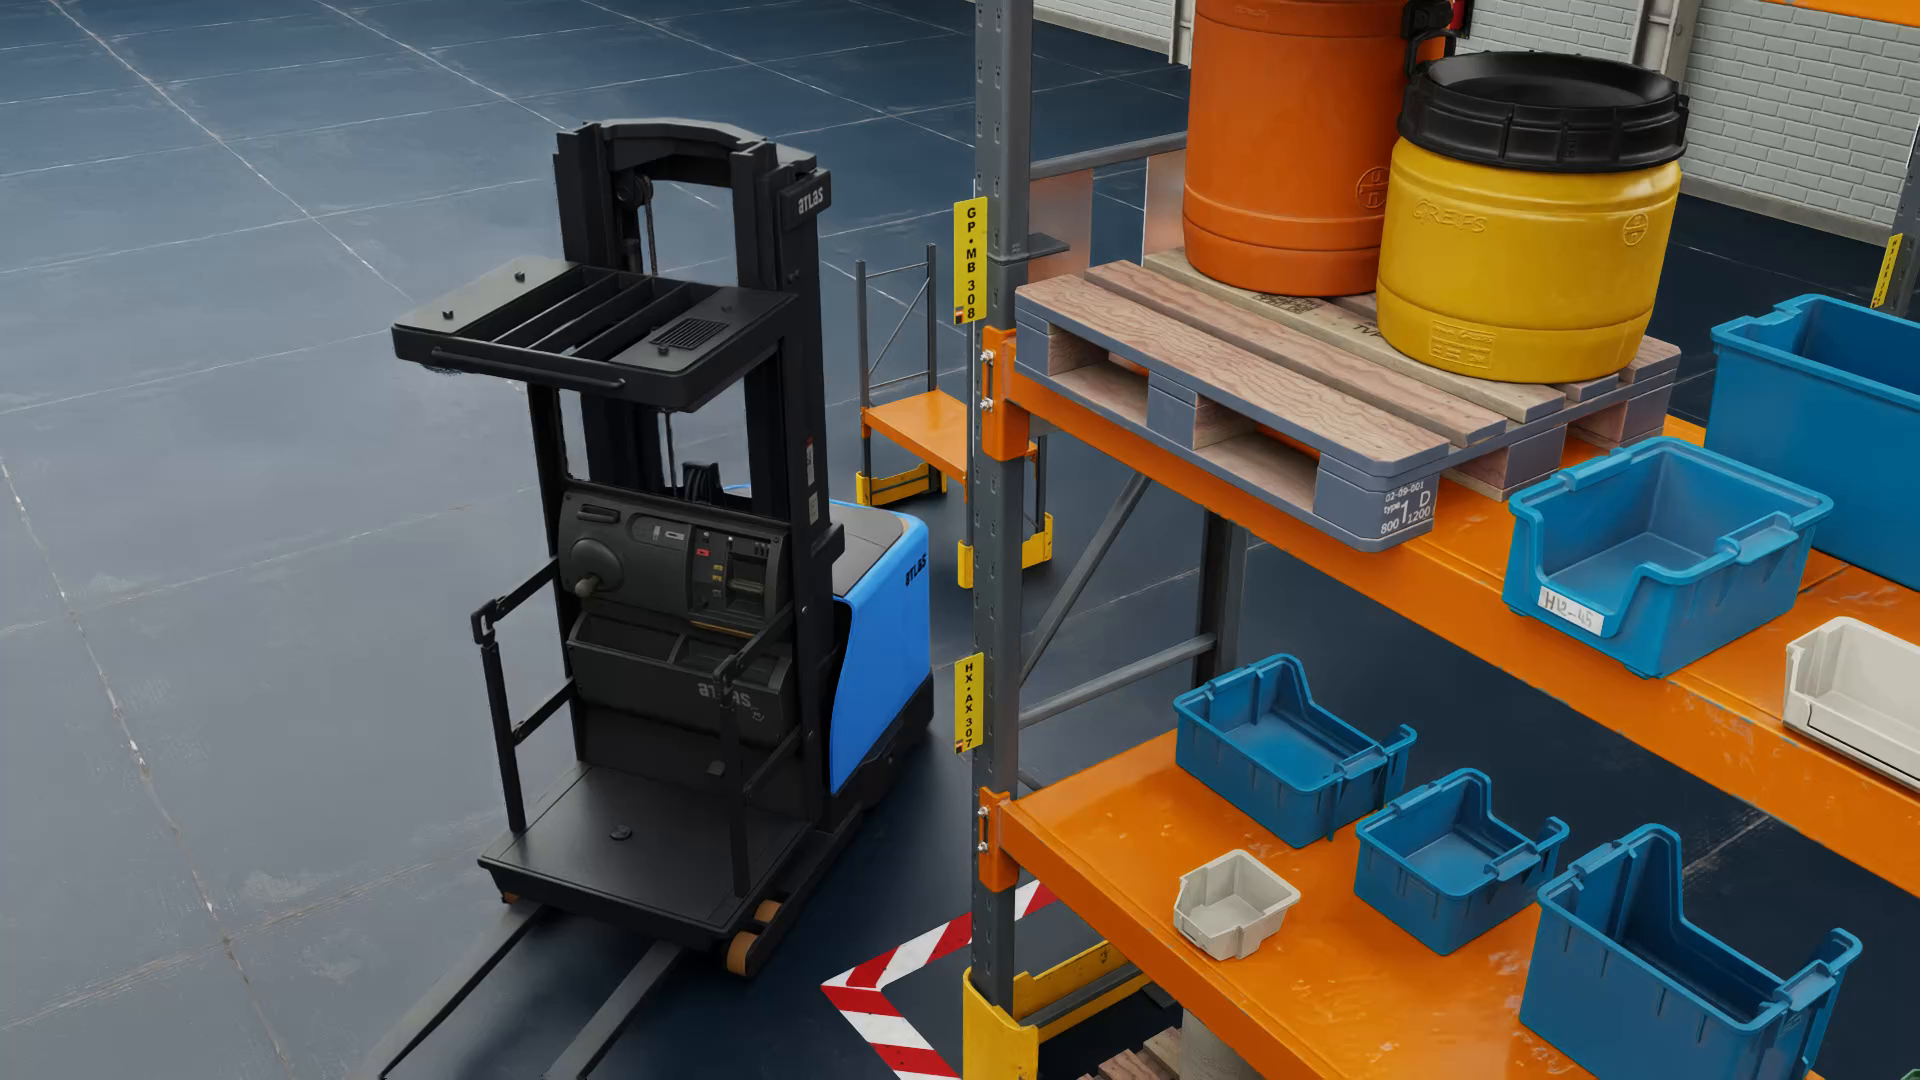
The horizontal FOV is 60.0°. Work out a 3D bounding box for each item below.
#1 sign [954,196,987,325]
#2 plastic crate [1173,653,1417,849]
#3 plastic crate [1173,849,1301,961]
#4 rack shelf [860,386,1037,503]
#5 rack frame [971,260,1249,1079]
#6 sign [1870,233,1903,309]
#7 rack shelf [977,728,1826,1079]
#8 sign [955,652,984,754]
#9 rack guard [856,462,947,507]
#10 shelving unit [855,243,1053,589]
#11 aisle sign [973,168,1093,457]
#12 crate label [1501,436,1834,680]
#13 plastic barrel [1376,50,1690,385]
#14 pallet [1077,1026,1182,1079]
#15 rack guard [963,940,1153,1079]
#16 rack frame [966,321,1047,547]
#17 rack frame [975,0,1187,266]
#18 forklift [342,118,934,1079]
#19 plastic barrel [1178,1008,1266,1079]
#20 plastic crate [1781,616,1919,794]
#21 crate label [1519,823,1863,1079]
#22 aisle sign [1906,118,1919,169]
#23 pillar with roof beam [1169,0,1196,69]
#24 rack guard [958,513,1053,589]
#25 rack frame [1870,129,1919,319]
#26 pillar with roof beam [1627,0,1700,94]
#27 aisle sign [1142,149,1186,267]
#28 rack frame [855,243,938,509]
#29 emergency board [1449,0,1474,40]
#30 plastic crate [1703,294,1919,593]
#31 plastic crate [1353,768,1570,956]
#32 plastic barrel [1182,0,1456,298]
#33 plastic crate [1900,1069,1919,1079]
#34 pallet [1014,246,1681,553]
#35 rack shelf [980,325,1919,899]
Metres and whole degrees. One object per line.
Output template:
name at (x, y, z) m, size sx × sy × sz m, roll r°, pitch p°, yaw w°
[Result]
sign at (0.027, -0.715, 4.272) m, size 0.100 × 0.325 × 0.005 m, roll -19°, pitch 34°, yaw -31°
plastic crate at (1.012, 0.633, 5.097) m, size 0.499 × 0.251 × 0.616 m, roll -19°, pitch 34°, yaw -31°
plastic crate at (0.735, 1.009, 4.525) m, size 0.298 × 0.136 × 0.250 m, roll -19°, pitch 34°, yaw -31°
rack shelf at (-0.049, -0.534, 9.039) m, size 0.538 × 0.185 × 1.000 m, roll -19°, pitch 34°, yaw -31°
rack frame at (0.478, 0.456, 5.267) m, size 1.000 × 3.000 × 0.127 m, roll -19°, pitch 34°, yaw -31°
sign at (4.059, -1.178, 7.285) m, size 0.100 × 0.325 × 0.005 m, roll -19°, pitch 34°, yaw -31°
rack shelf at (1.638, 1.550, 4.007) m, size 1.077 × 0.370 × 4.000 m, roll -19°, pitch 34°, yaw -31°
sign at (0.027, 0.485, 4.924) m, size 0.100 × 0.325 × 0.005 m, roll -19°, pitch 34°, yaw -31°
rack guard at (-0.333, -0.333, 9.601) m, size 0.587 × 0.250 × 0.087 m, roll -19°, pitch 34°, yaw -31°
shelving unit at (-0.044, -0.689, 8.947) m, size 0.587 × 1.500 × 1.083 m, roll -19°, pitch 34°, yaw -31°
aisle sign at (0.197, -0.633, 4.549) m, size 0.394 × 0.787 × 0.004 m, roll -19°, pitch 34°, yaw -31°
crate label at (1.294, 0.022, 3.078) m, size 0.502 × 0.251 × 0.408 m, roll -19°, pitch 34°, yaw -31°
plastic barrel at (1.242, -0.721, 3.655) m, size 0.600 × 0.588 × 0.600 m, roll 0°, pitch 29°, yaw 0°
pallet at (1.027, 2.015, 5.318) m, size 1.003 × 0.211 × 1.213 m, roll -19°, pitch 34°, yaw -31°
rack guard at (0.560, 1.571, 5.833) m, size 1.175 × 0.500 × 0.348 m, roll -19°, pitch 34°, yaw -31°
rack frame at (0.245, -0.495, 8.589) m, size 0.500 × 1.500 × 0.032 m, roll -19°, pitch 34°, yaw -31°
rack frame at (0.478, -2.180, 3.835) m, size 1.000 × 3.000 × 0.127 m, roll -19°, pitch 34°, yaw -31°
forklift at (-1.153, 0.118, 5.962) m, size 1.130 × 2.935 × 3.031 m, roll 11°, pitch 30°, yaw 20°
plastic barrel at (0.922, 1.600, 5.328) m, size 0.421 × 0.512 × 0.421 m, roll 0°, pitch 29°, yaw 0°
plastic crate at (1.538, 0.297, 2.694) m, size 0.243 × 0.136 × 0.396 m, roll -19°, pitch 34°, yaw -31°
crate label at (1.766, 1.081, 4.079) m, size 0.502 × 0.435 × 0.616 m, roll -19°, pitch 34°, yaw -31°
aisle sign at (4.227, -1.997, 7.060) m, size 0.394 × 0.787 × 0.004 m, roll -19°, pitch 34°, yaw -31°
pillar with roof beam at (-0.809, -8.363, 15.221) m, size 9.100 × 9.000 × 0.400 m, roll -19°, pitch 34°, yaw -31°
rack guard at (0.245, 0.054, 8.888) m, size 0.587 × 0.250 × 0.087 m, roll -19°, pitch 34°, yaw -31°
rack frame at (4.515, -0.914, 7.789) m, size 1.000 × 3.000 × 0.127 m, roll -19°, pitch 34°, yaw -31°
pillar with roof beam at (2.671, -6.031, 10.926) m, size 9.100 × 9.000 × 0.400 m, roll -19°, pitch 34°, yaw -31°
aisle sign at (0.678, -0.796, 4.850) m, size 0.394 × 0.787 × 0.004 m, roll -19°, pitch 34°, yaw -31°
rack frame at (-0.344, -0.890, 9.317) m, size 0.500 × 1.500 × 0.032 m, roll -19°, pitch 34°, yaw -31°
emergency board at (4.776, -5.558, 16.340) m, size 0.194 × 1.169 × 0.643 m, roll -19°, pitch 34°, yaw -31°
plastic crate at (1.829, -0.197, 3.343) m, size 0.392 × 0.384 × 0.575 m, roll -19°, pitch 34°, yaw -31°
plastic crate at (1.384, 0.887, 4.629) m, size 0.499 × 0.251 × 0.408 m, roll -19°, pitch 34°, yaw -31°
plastic barrel at (0.863, -1.082, 4.065) m, size 0.600 × 0.830 × 0.708 m, roll -19°, pitch 34°, yaw -31°
plastic crate at (2.240, 1.498, 3.570) m, size 0.450 × 0.188 × 0.662 m, roll -19°, pitch 34°, yaw -31°
pallet at (0.878, -0.430, 3.954) m, size 1.003 × 0.211 × 1.213 m, roll -19°, pitch 34°, yaw -31°
rack shelf at (1.638, 0.232, 3.291) m, size 1.077 × 0.370 × 4.000 m, roll -19°, pitch 34°, yaw -31°
